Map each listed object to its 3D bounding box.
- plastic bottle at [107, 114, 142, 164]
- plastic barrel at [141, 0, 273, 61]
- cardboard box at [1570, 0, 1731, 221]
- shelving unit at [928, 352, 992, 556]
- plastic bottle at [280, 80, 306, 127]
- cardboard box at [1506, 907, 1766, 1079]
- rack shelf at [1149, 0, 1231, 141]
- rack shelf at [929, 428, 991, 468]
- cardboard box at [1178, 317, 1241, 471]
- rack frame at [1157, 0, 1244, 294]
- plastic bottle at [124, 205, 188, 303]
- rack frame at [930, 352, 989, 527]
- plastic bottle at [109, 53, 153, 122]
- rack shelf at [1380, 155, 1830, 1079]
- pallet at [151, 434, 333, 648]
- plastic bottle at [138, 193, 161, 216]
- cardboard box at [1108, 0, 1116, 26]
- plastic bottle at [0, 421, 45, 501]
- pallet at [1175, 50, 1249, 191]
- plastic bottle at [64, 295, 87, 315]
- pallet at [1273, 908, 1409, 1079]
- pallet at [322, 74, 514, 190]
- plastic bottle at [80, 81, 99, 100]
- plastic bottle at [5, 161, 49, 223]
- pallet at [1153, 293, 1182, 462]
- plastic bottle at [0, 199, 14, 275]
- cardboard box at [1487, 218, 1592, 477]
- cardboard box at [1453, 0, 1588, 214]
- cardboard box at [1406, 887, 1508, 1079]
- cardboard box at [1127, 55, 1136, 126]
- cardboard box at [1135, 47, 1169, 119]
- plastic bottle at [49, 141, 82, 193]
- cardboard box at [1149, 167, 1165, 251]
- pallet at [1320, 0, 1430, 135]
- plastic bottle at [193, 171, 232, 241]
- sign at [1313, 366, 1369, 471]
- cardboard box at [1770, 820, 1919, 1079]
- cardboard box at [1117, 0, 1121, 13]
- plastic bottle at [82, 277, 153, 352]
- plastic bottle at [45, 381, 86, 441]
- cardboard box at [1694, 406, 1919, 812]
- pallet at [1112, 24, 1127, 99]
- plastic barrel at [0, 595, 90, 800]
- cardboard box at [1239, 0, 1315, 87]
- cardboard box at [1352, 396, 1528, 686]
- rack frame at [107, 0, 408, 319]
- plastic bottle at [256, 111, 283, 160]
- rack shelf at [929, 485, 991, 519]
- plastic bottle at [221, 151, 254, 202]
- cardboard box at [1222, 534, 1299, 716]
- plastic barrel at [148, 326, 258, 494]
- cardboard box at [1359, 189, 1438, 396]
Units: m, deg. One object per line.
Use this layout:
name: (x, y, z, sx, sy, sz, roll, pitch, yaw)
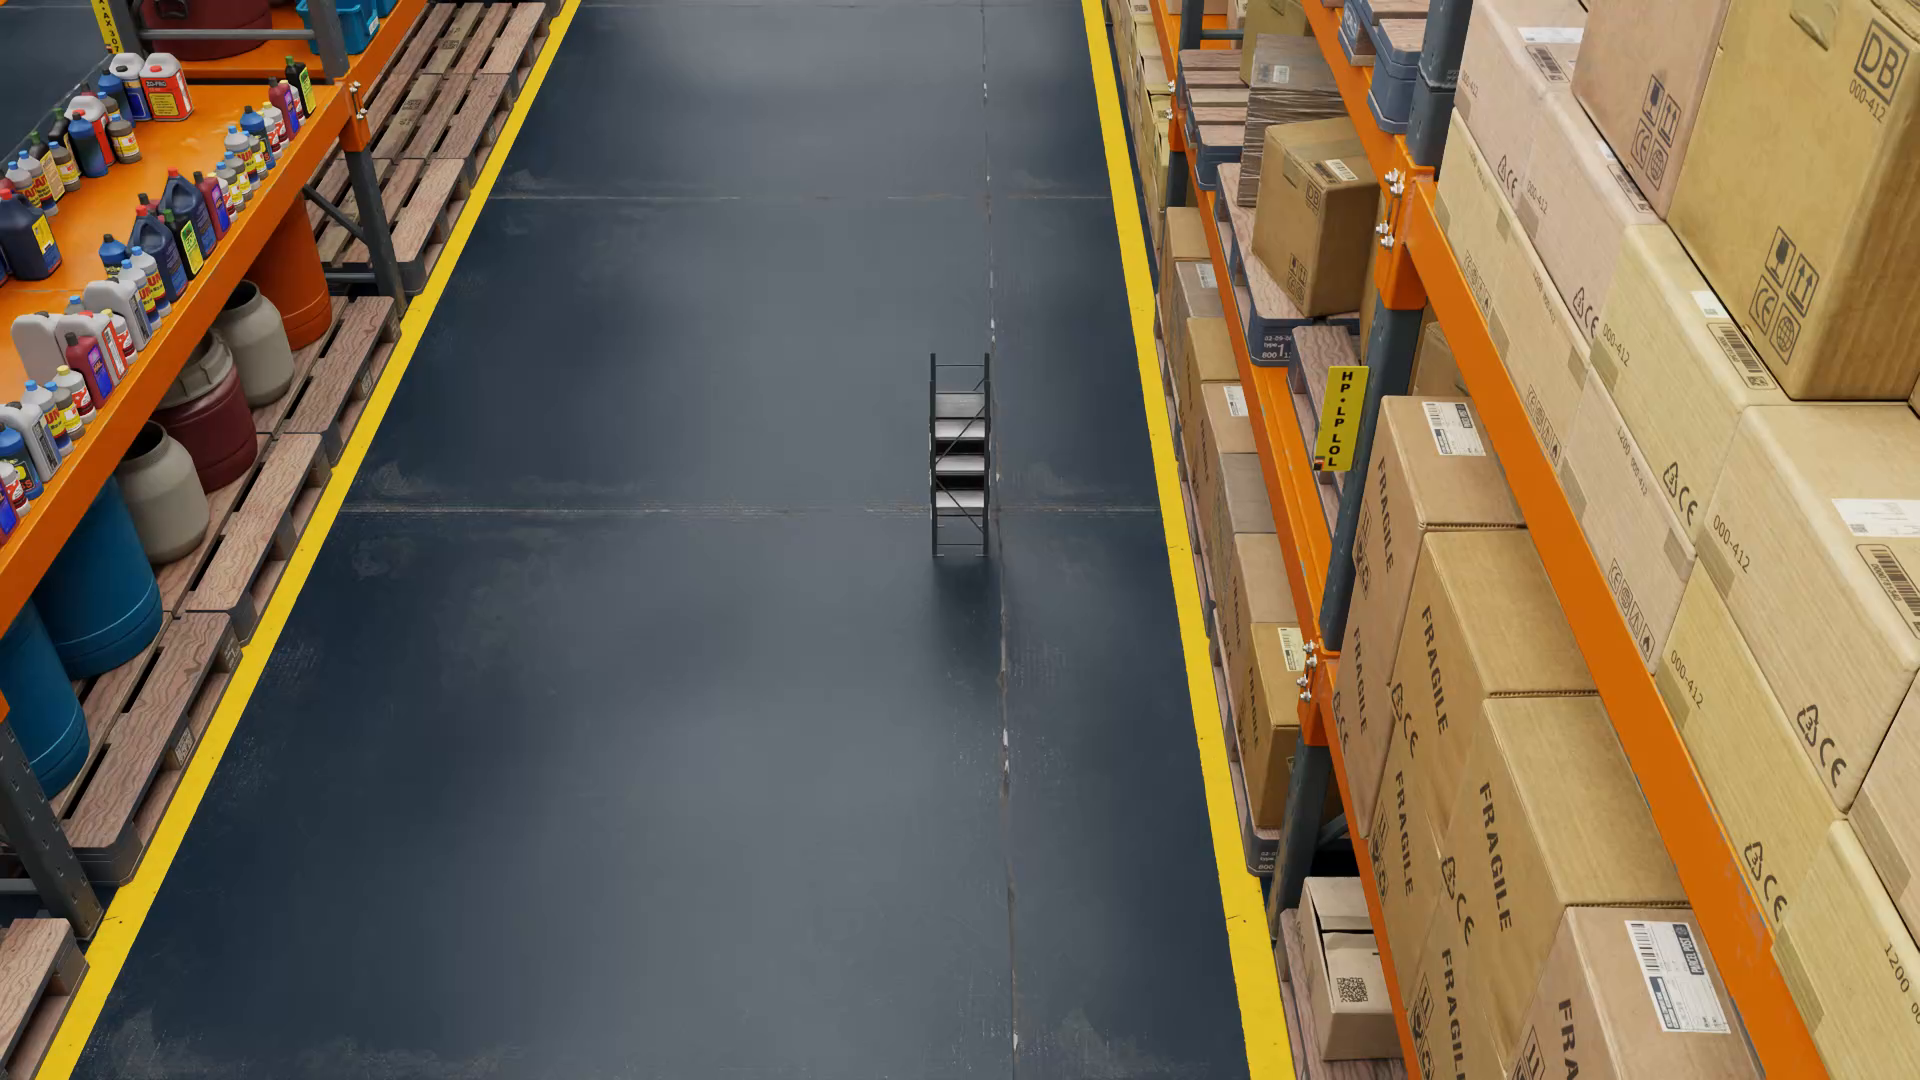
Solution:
plastic bottle: (-3.614, -1.737, 7.178, 0.097, 0.201, 0.097, 0, 39, 0)
plastic barrel: (-3.720, -2.706, 8.119, 0.600, 0.536, 0.708, 0, 39, 0)
cardboard box: (1.439, -0.846, 2.628, 0.700, 0.500, 0.500, 0, 39, 0)
shelving unit: (0.000, -0.346, 6.962, 0.258, 0.900, 0.210, 0, 39, 0)
plastic bottle: (-3.007, -1.961, 7.457, 0.097, 0.201, 0.097, 0, 39, 0)
cardboard box: (1.264, 0.970, 2.761, 0.500, 0.500, 0.500, 1, 39, 1)
rack shelf: (1.535, -3.334, 9.587, 1.077, 0.370, 4.000, 0, 39, 0)
rack shelf: (0.000, -0.390, 6.927, 0.258, 0.077, 0.200, 0, 39, 0)
cardboard box: (1.254, -0.634, 7.290, 0.500, 0.500, 0.500, -1, 39, -1)
rack frame: (1.537, -2.364, 7.801, 1.000, 3.000, 0.127, 0, 39, 0)
plastic bottle: (-3.029, -1.078, 6.236, 0.144, 0.351, 0.185, 0, 39, 0)
rack frame: (0.000, -0.410, 7.042, 0.240, 0.900, 0.006, 0, 39, 0)
plastic bottle: (-3.739, -2.044, 7.501, 0.152, 0.276, 0.135, 0, 39, 0)
rack shelf: (1.544, 0.498, 2.406, 1.077, 0.370, 4.000, 0, 39, 0)
pallet: (-3.375, -0.021, 7.107, 1.003, 0.211, 1.213, 0, 39, 0)
plastic bottle: (-3.132, -1.234, 6.485, 0.061, 0.283, 0.133, 0, 39, 0)
cardboard box: (1.285, -3.704, 11.336, 0.500, 0.250, 0.500, -1, 39, -1)
plastic bottle: (-3.004, -0.257, 5.275, 0.097, 0.271, 0.097, 0, 39, 0)
pallet: (1.608, -1.865, 7.333, 1.213, 0.211, 1.003, 0, 39, 0)
plastic bottle: (-3.157, -0.786, 5.991, 0.097, 0.201, 0.097, 0, 39, 0)
pallet: (1.541, 1.655, 5.016, 1.003, 0.211, 1.213, 0, 39, 0)
pallet: (-3.377, -2.520, 10.226, 1.003, 0.211, 1.213, 0, 39, 0)
plastic bottle: (-3.784, -1.841, 7.242, 0.061, 0.283, 0.133, 0, 39, 0)
plastic bottle: (-3.765, -1.391, 6.690, 0.097, 0.271, 0.097, 0, 39, 0)
pallet: (1.500, -0.809, 8.091, 1.003, 0.211, 1.213, 0, 39, 0)
plastic bottle: (-3.737, -1.176, 6.419, 0.152, 0.276, 0.135, 0, 39, 0)
cardboard box: (1.291, -0.358, 3.019, 0.500, 0.250, 0.500, 0, 39, 0)
cardboard box: (1.294, -0.866, 3.253, 0.500, 0.250, 0.500, 0, 39, 0)
cardboard box: (1.272, 1.050, 3.461, 0.500, 0.500, 0.500, 0, 39, 0)
cardboard box: (1.287, -2.742, 10.136, 0.500, 0.250, 0.500, 1, 39, 1)
cardboard box: (1.285, -2.642, 9.563, 0.500, 0.311, 0.500, 0, 39, 0)
plastic bottle: (-3.766, -1.569, 6.968, 0.097, 0.201, 0.097, 0, 39, 0)
cardboard box: (1.293, -1.784, 8.940, 0.500, 0.250, 0.500, 1, 39, 1)
pallet: (1.611, -1.368, 4.310, 1.213, 0.211, 1.003, 0, 39, 0)
plastic bottle: (-2.988, -1.350, 6.629, 0.061, 0.283, 0.133, 0, 39, 0)
sign: (0.987, -0.312, 4.315, 0.100, 0.325, 0.005, 0, 39, 0)
cardboard box: (1.279, 0.580, 1.849, 0.500, 0.250, 0.500, 0, 39, 0)
cardboard box: (1.279, -3.604, 10.763, 0.500, 0.311, 0.500, 0, 39, -1)
plastic bottle: (-3.033, -0.827, 5.982, 0.152, 0.276, 0.135, 0, 39, 0)
plastic bottle: (-3.005, -0.436, 5.554, 0.097, 0.201, 0.097, 0, 39, 0)
cardboard box: (1.286, 0.072, 2.082, 0.500, 0.250, 0.500, 0, 39, 0)
pallet: (1.572, -3.317, 11.220, 1.003, 0.211, 1.213, 0, 39, 0)
plastic barrel: (-3.395, 0.453, 5.628, 0.600, 0.901, 0.708, 0, 39, 0)
cardboard box: (1.650, -2.173, 7.148, 0.700, 0.500, 0.500, -12, 40, -15)
cardboard box: (1.261, 0.003, 3.968, 0.500, 0.500, 0.500, 1, 39, 1)
rack frame: (-3.416, -2.363, 7.800, 1.000, 3.000, 0.127, 0, 39, 0)
plastic bottle: (-3.007, -1.755, 7.201, 0.097, 0.201, 0.097, 0, 39, 0)
rack shelf: (0.000, -0.180, 7.096, 0.258, 0.077, 0.200, 0, 39, 0)
plastic bottle: (-3.007, -1.512, 6.897, 0.097, 0.201, 0.097, 0, 39, 0)
cardboard box: (1.262, 0.323, 6.095, 0.500, 0.500, 0.500, 0, 39, 0)
plastic barrel: (-3.397, -0.574, 7.160, 0.600, 0.588, 0.708, 0, 39, 0)
cardboard box: (1.701, -0.792, 5.424, 0.700, 0.500, 0.500, 6, 39, 7)
